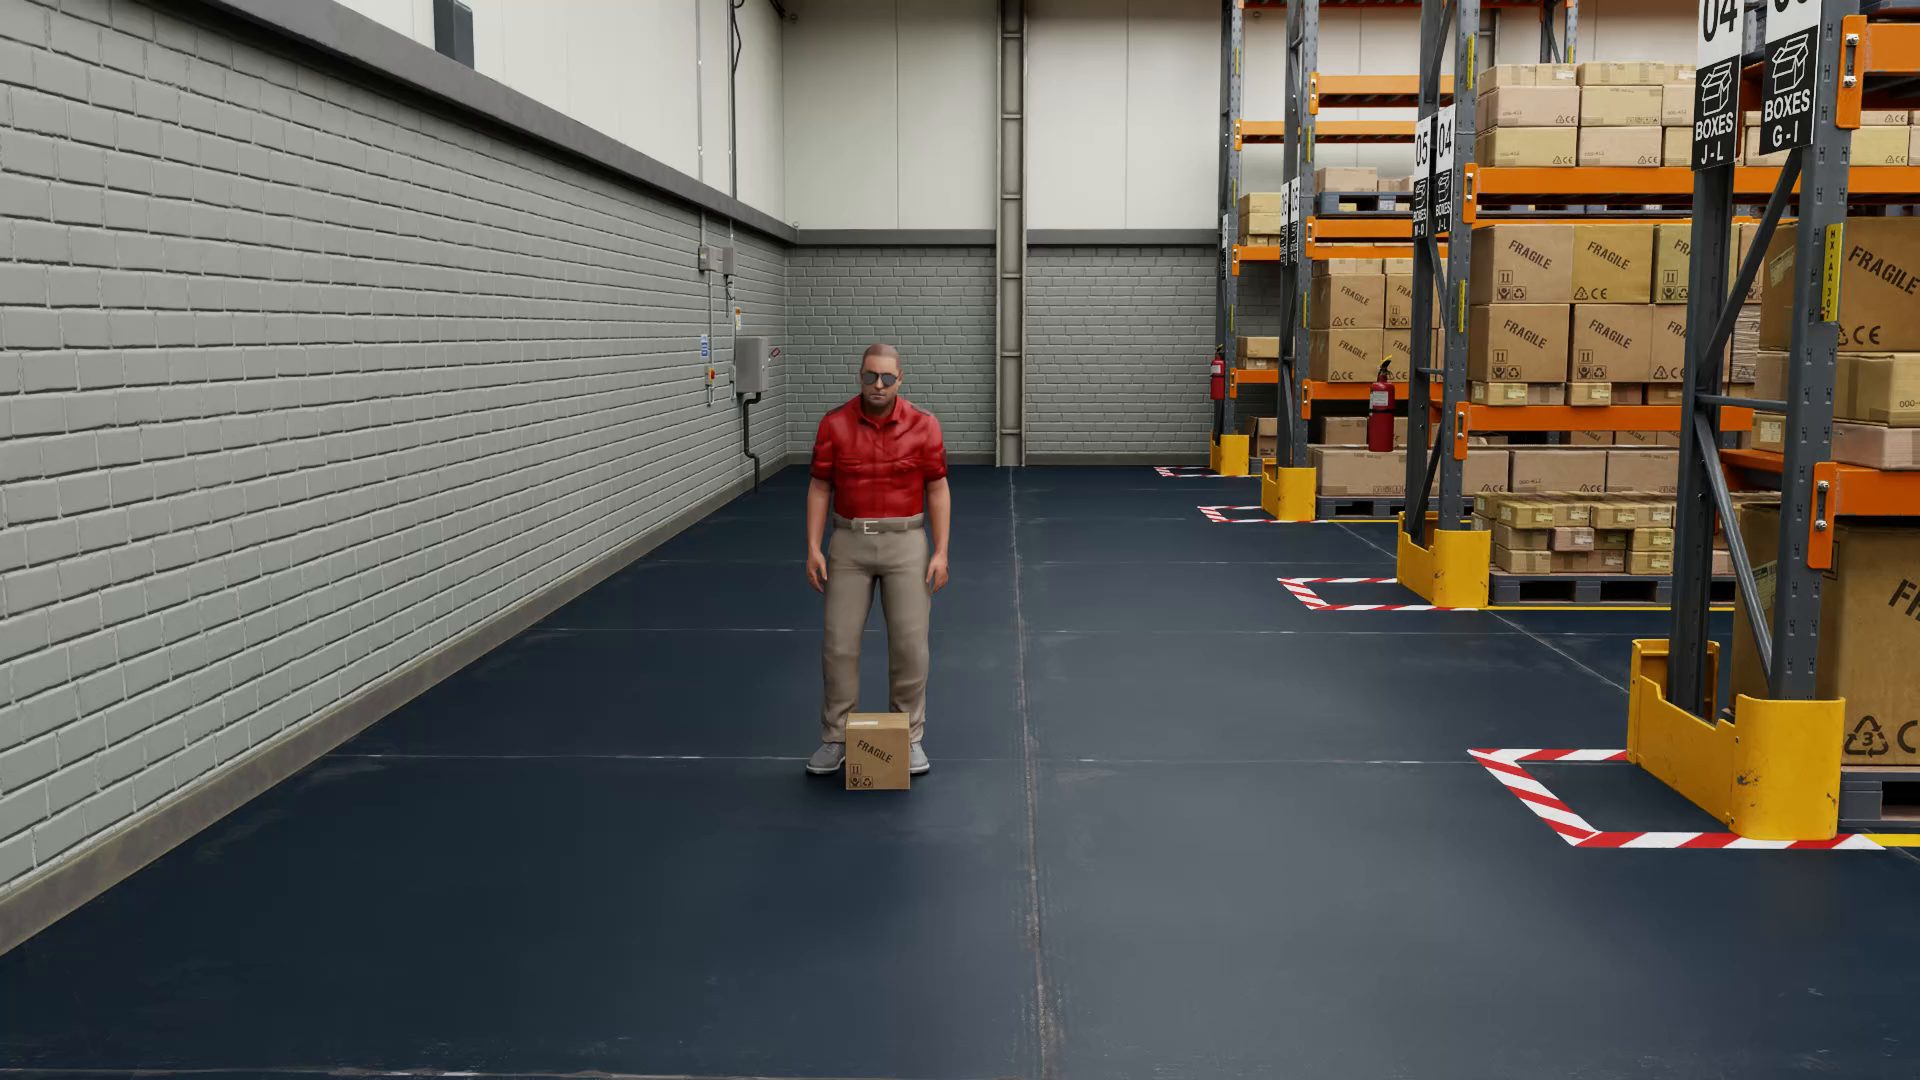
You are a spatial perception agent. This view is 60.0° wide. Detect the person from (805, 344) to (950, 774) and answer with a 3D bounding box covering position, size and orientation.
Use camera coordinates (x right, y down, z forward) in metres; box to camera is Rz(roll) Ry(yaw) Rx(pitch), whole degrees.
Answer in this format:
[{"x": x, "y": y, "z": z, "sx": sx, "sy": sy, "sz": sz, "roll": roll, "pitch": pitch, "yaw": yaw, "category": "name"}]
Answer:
[{"x": -0.332, "y": 0.071, "z": 6.754, "sx": 0.586, "sy": 1.727, "sz": 0.390, "roll": 0, "pitch": 7, "yaw": 1, "category": "person"}]
